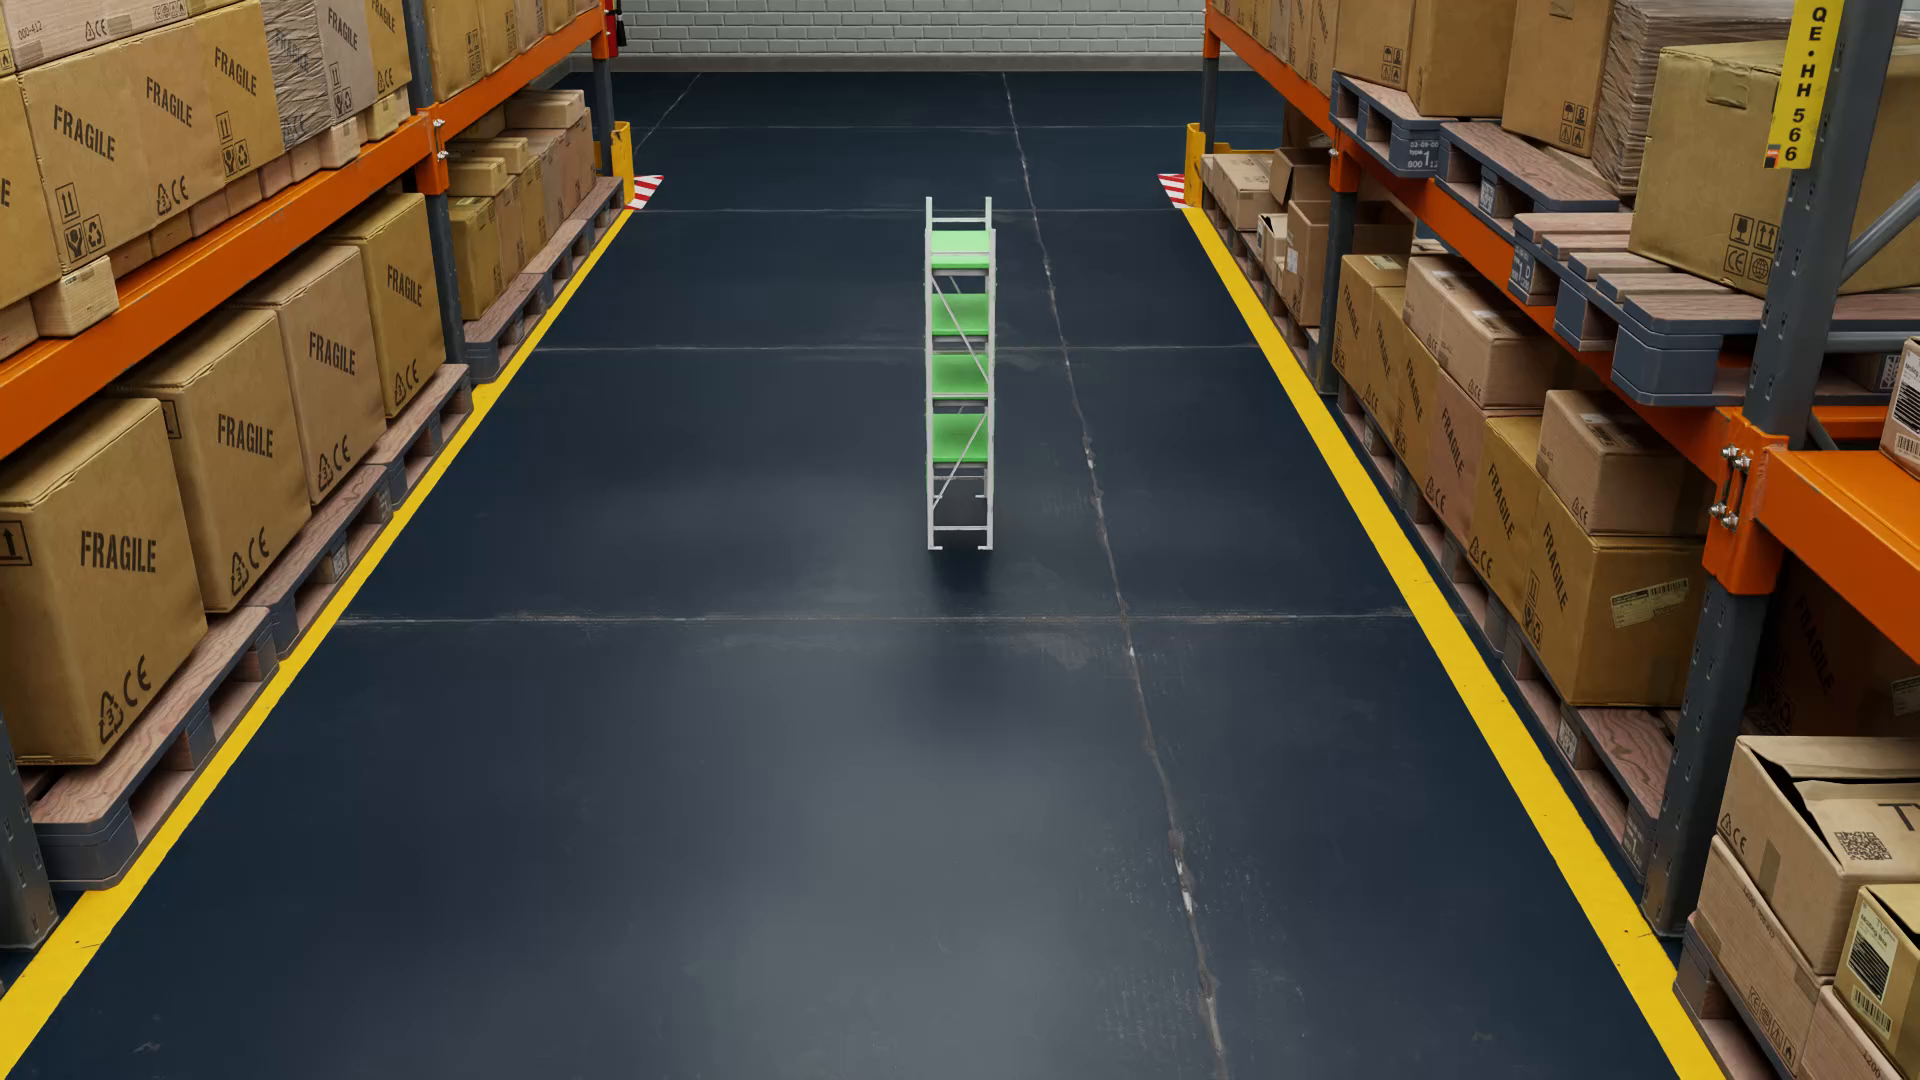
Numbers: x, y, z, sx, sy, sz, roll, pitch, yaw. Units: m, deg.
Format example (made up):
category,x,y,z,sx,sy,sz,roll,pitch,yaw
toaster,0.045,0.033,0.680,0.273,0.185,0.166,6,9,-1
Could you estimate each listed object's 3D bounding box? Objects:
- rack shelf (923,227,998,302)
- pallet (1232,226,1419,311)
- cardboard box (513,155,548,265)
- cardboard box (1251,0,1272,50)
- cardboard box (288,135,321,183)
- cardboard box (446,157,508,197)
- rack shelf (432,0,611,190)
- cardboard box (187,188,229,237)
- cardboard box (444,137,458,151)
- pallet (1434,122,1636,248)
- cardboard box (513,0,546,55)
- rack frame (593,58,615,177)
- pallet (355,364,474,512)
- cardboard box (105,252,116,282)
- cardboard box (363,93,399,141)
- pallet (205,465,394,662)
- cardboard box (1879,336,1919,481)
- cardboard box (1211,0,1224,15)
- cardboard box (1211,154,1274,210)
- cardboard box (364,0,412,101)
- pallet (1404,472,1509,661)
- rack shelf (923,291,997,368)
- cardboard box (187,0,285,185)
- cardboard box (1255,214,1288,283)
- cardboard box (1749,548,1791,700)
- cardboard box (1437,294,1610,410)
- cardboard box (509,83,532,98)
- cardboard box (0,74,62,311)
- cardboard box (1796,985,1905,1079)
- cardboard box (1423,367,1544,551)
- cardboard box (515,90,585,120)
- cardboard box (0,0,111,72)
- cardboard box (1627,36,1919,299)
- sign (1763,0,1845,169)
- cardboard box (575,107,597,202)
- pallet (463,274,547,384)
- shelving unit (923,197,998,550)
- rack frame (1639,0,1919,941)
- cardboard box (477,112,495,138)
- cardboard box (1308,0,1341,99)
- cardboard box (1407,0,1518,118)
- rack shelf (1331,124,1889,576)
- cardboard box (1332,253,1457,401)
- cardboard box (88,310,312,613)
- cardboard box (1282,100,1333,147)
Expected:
category,x,y,z,sx,sy,sz,roll,pitch,yaw
rack shelf,-0.002,-0.994,5.982,0.258,0.148,0.480,0,24,-1
pallet,2.145,-1.577,9.480,1.003,0.211,1.213,0,24,-1
cardboard box,-2.697,-1.816,9.149,0.700,0.500,0.500,0,24,1
cardboard box,1.882,-2.945,8.999,0.500,0.500,0.500,0,24,0
cardboard box,-2.517,-1.373,5.926,0.380,0.149,0.250,0,24,-1
cardboard box,-2.513,-1.835,8.404,0.380,0.149,0.250,1,24,1
rack shelf,-2.808,-2.533,9.083,1.077,0.370,4.000,0,24,-1
cardboard box,-2.542,-1.052,5.216,0.380,0.149,0.250,0,24,0
cardboard box,-2.902,-2.062,8.906,0.380,0.149,0.250,0,24,0
pallet,2.185,-1.126,5.332,1.003,0.211,1.213,0,24,-1
cardboard box,-2.796,-2.997,8.873,0.980,0.700,0.700,-1,24,-3
rack frame,-2.830,-3.685,10.757,1.000,3.000,0.127,0,24,-1
pallet,-2.702,-0.448,6.985,1.003,0.211,1.213,0,24,-1
cardboard box,-2.553,-0.736,4.519,0.380,0.149,0.250,0,24,-1
cardboard box,-2.473,-1.689,6.625,0.380,0.149,0.250,0,24,0
pallet,-2.686,0.056,5.871,1.003,0.211,1.213,0,24,-1
cardboard box,2.171,-0.221,3.208,0.500,0.311,0.500,1,24,3
cardboard box,1.865,-3.570,10.382,0.500,0.500,0.500,0,24,1
cardboard box,1.852,-2.225,10.332,0.500,0.250,0.500,0,24,-1
cardboard box,-2.529,-2.038,6.609,0.500,0.500,0.500,-1,24,-1
pallet,2.230,0.049,5.885,1.003,0.211,1.213,0,24,-1
rack shelf,-0.002,-0.775,6.081,0.258,0.148,0.480,0,24,-1
cardboard box,-2.506,-1.415,5.231,0.500,0.500,0.500,0,24,1
cardboard box,1.869,-1.578,8.828,0.500,0.311,0.500,0,24,-1
cardboard box,2.481,0.122,4.840,0.500,0.500,0.500,-1,24,-2
cardboard box,1.946,-0.644,5.624,0.500,0.250,0.500,-1,24,-2
cardboard box,-2.923,-2.795,10.527,0.380,0.149,0.250,0,24,0
cardboard box,-2.492,-0.780,3.827,0.500,0.500,0.500,0,24,1
cardboard box,1.929,1.074,3.063,0.500,0.250,0.500,-1,24,-2
cardboard box,1.949,-0.287,5.745,0.500,0.500,0.500,-1,24,-3
cardboard box,-2.538,-2.693,10.300,0.380,0.149,0.250,-1,24,-1
cardboard box,-2.496,-1.330,4.134,0.500,0.250,0.500,-1,24,-1
cardboard box,2.091,-0.908,3.987,0.700,0.500,0.500,-9,26,-18
sign,1.669,-0.897,3.285,0.100,0.325,0.005,0,24,-1
cardboard box,-2.722,-2.449,10.549,0.700,0.500,0.500,0,24,-1
pallet,-2.716,-1.080,8.381,1.003,0.211,1.213,0,24,-1
shelving unit,-0.002,-0.615,6.154,0.258,1.200,0.503,0,24,-1
rack frame,2.211,-0.412,3.521,1.000,3.000,0.127,0,24,-1
cardboard box,-2.911,-2.379,9.606,0.380,0.149,0.250,0,24,0
cardboard box,1.905,-2.311,7.598,0.500,0.500,0.500,0,24,0
cardboard box,2.020,-1.818,5.999,0.700,0.500,0.500,4,25,8
rack shelf,2.189,-0.908,5.491,1.077,0.370,4.000,0,24,-1
cardboard box,1.929,-0.921,7.147,0.500,0.500,0.500,-1,24,-3
cardboard box,-2.622,-0.265,5.294,0.750,0.750,0.750,0,24,-1
cardboard box,2.376,-2.547,10.741,0.500,0.500,0.500,0,24,-1
